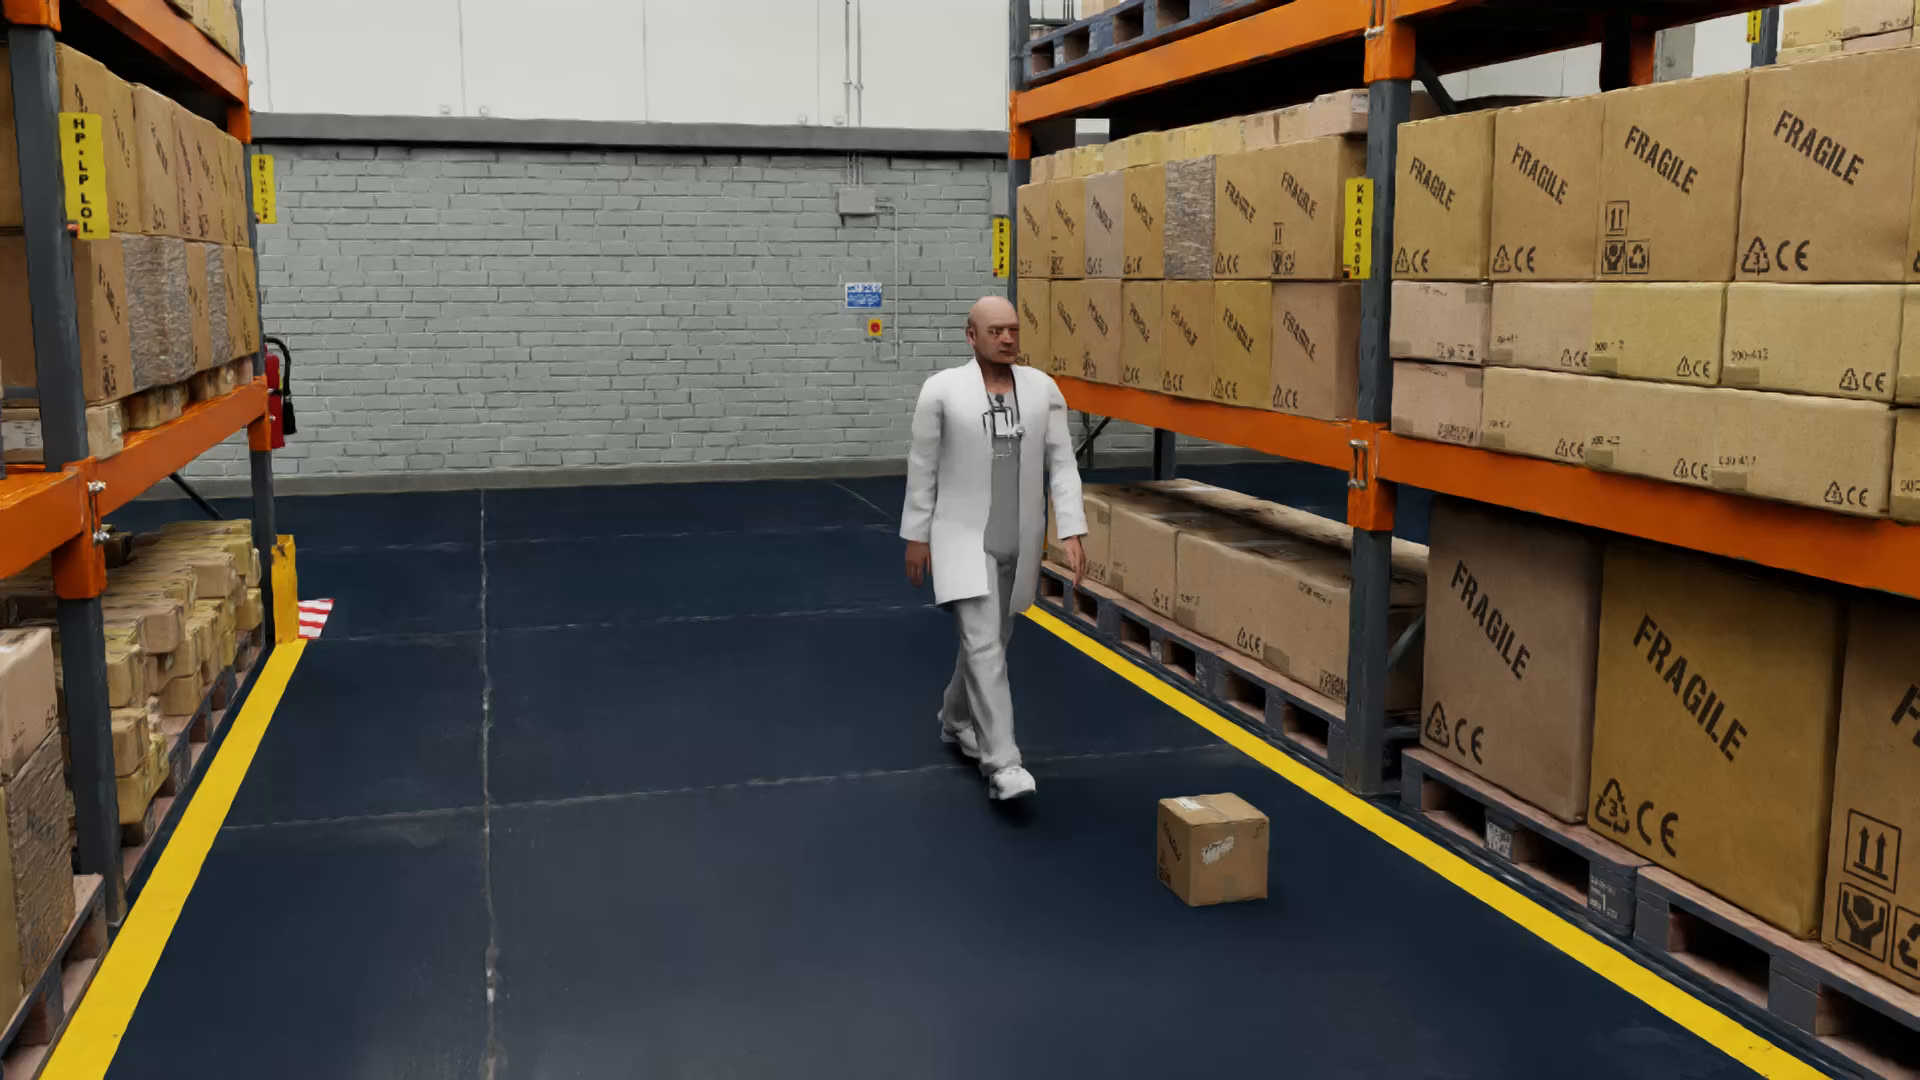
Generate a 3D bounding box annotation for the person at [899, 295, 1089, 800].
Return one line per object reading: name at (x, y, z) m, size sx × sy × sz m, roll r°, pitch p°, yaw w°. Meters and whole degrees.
person at (0.153, 0.057, 5.894) m, size 0.607 × 1.630 × 1.025 m, roll -4°, pitch 10°, yaw -23°
